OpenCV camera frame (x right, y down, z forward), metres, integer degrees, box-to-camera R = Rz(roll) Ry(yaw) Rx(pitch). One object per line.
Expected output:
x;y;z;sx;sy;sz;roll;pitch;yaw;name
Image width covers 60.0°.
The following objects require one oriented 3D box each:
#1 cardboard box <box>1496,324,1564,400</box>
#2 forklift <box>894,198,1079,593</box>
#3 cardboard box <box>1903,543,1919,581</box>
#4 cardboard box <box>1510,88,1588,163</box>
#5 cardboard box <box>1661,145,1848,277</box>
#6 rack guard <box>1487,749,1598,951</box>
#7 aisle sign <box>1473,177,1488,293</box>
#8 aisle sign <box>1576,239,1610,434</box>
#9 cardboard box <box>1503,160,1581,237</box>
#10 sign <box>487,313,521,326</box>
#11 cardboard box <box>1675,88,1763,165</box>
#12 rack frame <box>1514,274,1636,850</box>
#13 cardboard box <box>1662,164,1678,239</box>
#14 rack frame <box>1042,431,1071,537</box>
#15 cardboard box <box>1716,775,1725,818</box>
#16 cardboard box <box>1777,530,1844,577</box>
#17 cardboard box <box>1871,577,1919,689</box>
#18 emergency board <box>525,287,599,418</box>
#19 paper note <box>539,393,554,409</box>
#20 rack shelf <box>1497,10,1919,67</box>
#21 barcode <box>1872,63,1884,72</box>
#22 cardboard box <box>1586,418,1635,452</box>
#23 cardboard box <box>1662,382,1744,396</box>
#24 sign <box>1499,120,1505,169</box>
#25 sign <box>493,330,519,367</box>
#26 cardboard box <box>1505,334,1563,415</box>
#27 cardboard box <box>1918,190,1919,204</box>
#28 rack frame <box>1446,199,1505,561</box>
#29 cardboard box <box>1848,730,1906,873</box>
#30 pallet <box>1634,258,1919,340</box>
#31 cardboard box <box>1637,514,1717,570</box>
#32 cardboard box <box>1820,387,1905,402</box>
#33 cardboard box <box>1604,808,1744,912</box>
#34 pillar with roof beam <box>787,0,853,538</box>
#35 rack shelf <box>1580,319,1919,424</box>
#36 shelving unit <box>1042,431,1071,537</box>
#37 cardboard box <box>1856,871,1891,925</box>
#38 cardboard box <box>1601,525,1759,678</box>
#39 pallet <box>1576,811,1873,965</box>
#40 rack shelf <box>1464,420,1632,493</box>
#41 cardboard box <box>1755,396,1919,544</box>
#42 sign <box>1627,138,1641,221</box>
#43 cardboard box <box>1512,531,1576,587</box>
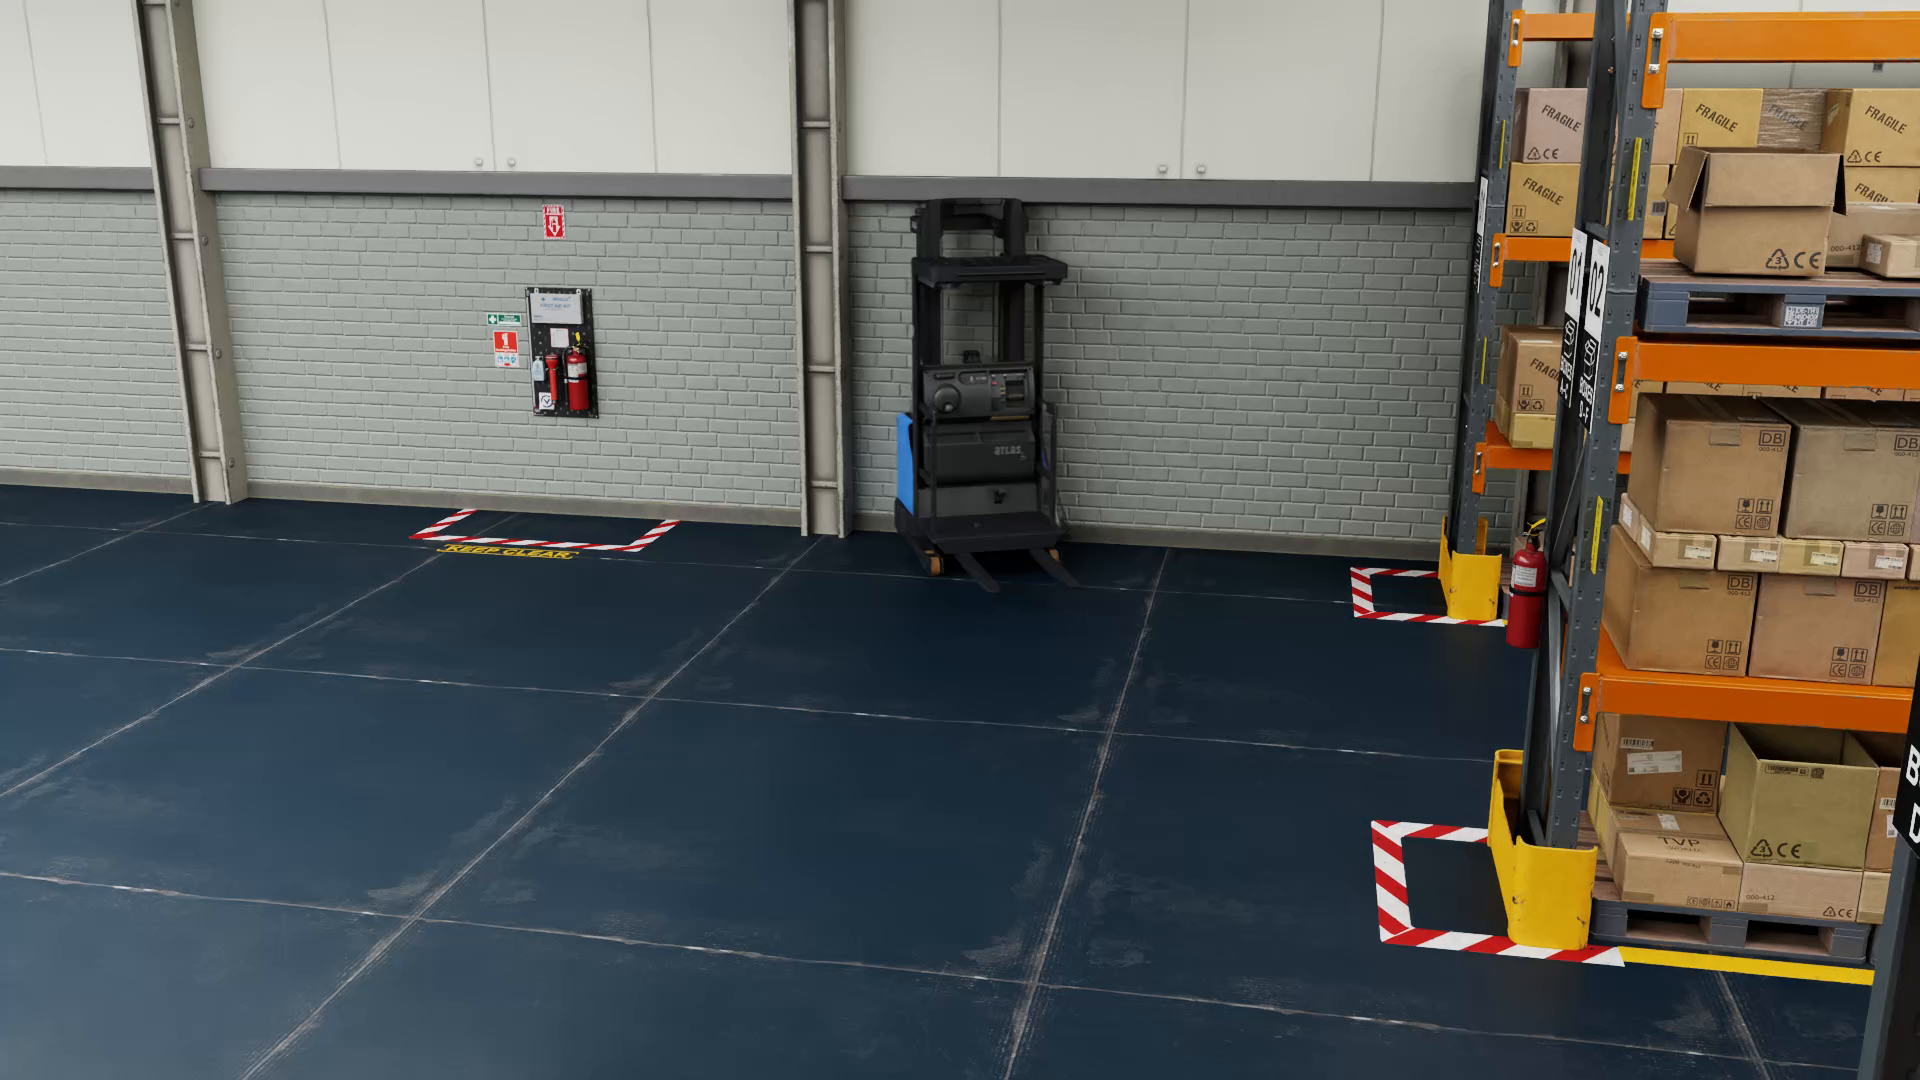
4.352;-1.336;12.535;0.500;0.500;0.500;3;16;10;cardboard box
0.209;-1.226;13.427;1.130;2.935;3.031;-4;16;-13;forklift
4.218;0.060;7.253;0.250;0.149;0.380;3;16;9;cardboard box
4.177;-2.908;11.654;0.500;0.500;0.500;2;16;7;cardboard box
3.427;-1.444;7.225;0.637;0.503;0.797;4;16;15;cardboard box
2.841;1.493;8.167;0.348;0.500;1.175;3;16;11;rack guard
3.718;-2.185;11.891;0.004;0.787;0.394;3;16;11;aisle sign
2.739;-0.887;7.205;0.004;0.787;0.394;3;16;11;aisle sign
4.126;-2.427;11.791;0.500;0.500;0.500;4;16;13;cardboard box
-4.106;-1.983;14.972;0.331;0.109;0.001;3;16;11;sign
5.163;-2.844;11.422;0.500;0.500;0.500;4;16;13;cardboard box
2.865;0.289;7.829;0.127;3.000;1.000;3;16;11;rack frame
5.155;-2.362;11.558;0.500;0.500;0.500;4;16;14;cardboard box
0.754;-0.791;14.308;0.032;1.500;0.500;-12;-10;12;rack frame
3.941;1.387;8.231;0.500;0.250;0.500;3;16;11;cardboard box
3.710;0.033;7.353;0.250;0.149;0.380;3;16;11;cardboard box
4.321;0.324;7.516;0.500;0.500;0.700;3;16;11;cardboard box
-3.587;-1.656;14.853;0.643;1.169;0.194;3;16;11;emergency board
-3.747;-1.259;15.070;0.142;0.148;0.016;3;16;11;paper note
5.808;-3.443;11.419;4.000;0.370;1.077;3;16;11;rack shelf
6.492;-3.341;11.758;0.075;0.075;0.001;3;16;11;barcode
4.775;-0.811;12.045;0.500;0.250;0.500;3;16;9;cardboard box
5.244;-1.143;11.840;0.500;0.500;0.500;3;16;9;cardboard box
3.740;-2.732;11.478;0.005;0.325;0.100;3;16;11;sign
-4.108;-1.730;15.052;0.234;0.329;0.001;3;16;11;sign
4.256;-1.201;12.049;0.500;0.500;0.500;3;16;11;cardboard box
6.731;-2.290;11.296;0.500;0.500;0.500;2;16;6;cardboard box
3.848;-1.007;12.507;0.127;3.000;1.000;3;16;11;rack frame
4.329;1.187;7.548;0.500;0.500;0.500;3;16;11;cardboard box
3.552;-1.069;7.280;1.213;0.211;1.003;3;16;11;pallet
3.206;0.006;7.450;0.250;0.149;0.380;3;16;11;cardboard box
6.261;-1.092;11.653;0.500;0.500;0.500;3;16;9;cardboard box
3.346;1.499;7.826;0.500;0.250;0.500;3;16;11;cardboard box
-2.031;-3.280;9.476;0.400;9.000;9.100;3;16;11;pillar with roof beam
4.825;-0.703;7.140;4.000;0.370;1.077;3;16;11;rack shelf
0.268;-0.684;14.412;1.048;1.500;0.538;-12;-10;12;shelving unit
4.326;1.551;7.637;0.500;0.250;0.500;3;16;11;cardboard box
3.320;0.269;7.713;0.500;0.500;0.700;3;16;11;cardboard box
3.622;1.663;8.093;1.213;0.211;1.003;3;16;11;pallet
5.808;-0.554;12.219;4.000;0.370;1.077;3;16;11;rack shelf
3.888;-0.327;7.434;0.500;0.500;0.700;3;16;10;cardboard box
2.748;-1.471;6.778;0.005;0.325;0.100;3;16;11;sign
4.508;0.137;12.590;0.500;0.311;0.500;1;16;5;cardboard box
